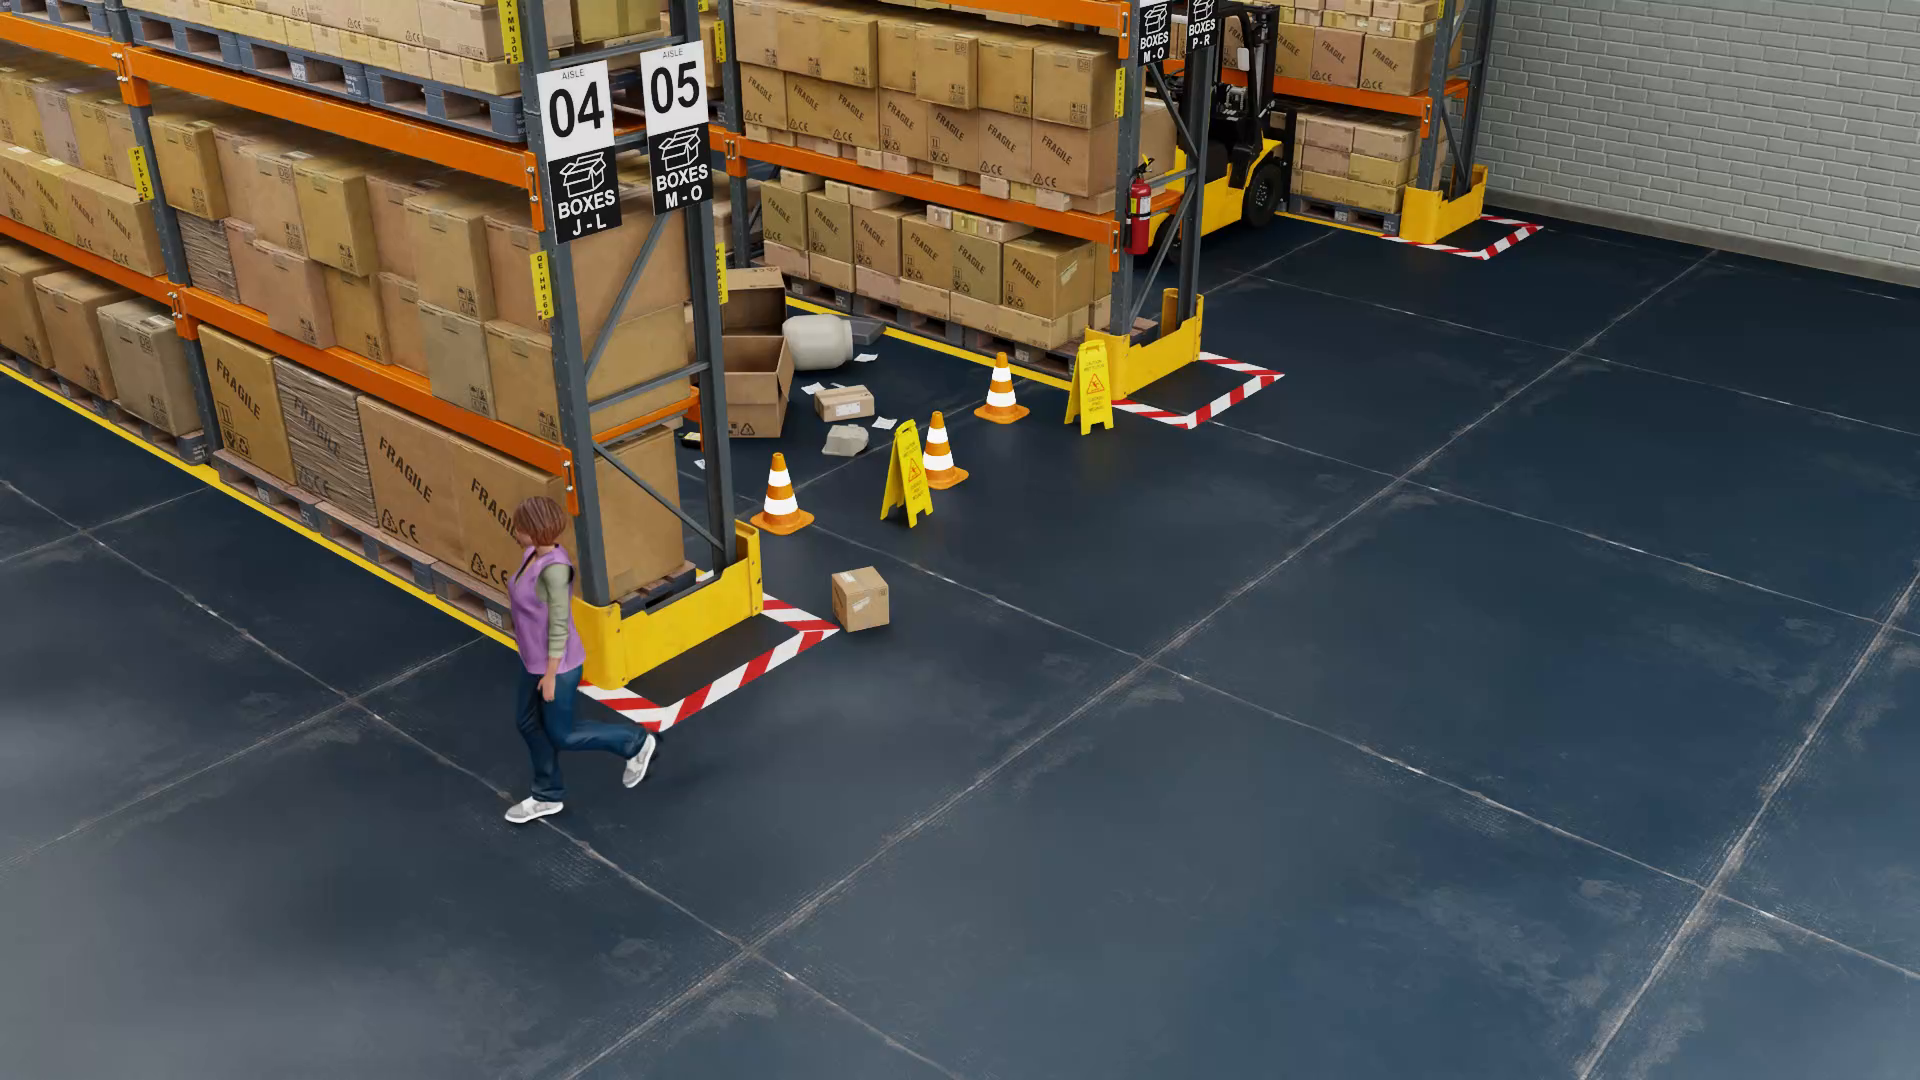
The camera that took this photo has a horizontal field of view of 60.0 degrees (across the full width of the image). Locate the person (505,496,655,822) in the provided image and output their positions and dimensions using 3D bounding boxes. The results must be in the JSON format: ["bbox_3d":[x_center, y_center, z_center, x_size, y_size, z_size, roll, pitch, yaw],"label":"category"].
[{"bbox_3d":[-1.825,0.537,7.611,0.725,1.564,0.425,-14,31,-25],"label":"person"}]
